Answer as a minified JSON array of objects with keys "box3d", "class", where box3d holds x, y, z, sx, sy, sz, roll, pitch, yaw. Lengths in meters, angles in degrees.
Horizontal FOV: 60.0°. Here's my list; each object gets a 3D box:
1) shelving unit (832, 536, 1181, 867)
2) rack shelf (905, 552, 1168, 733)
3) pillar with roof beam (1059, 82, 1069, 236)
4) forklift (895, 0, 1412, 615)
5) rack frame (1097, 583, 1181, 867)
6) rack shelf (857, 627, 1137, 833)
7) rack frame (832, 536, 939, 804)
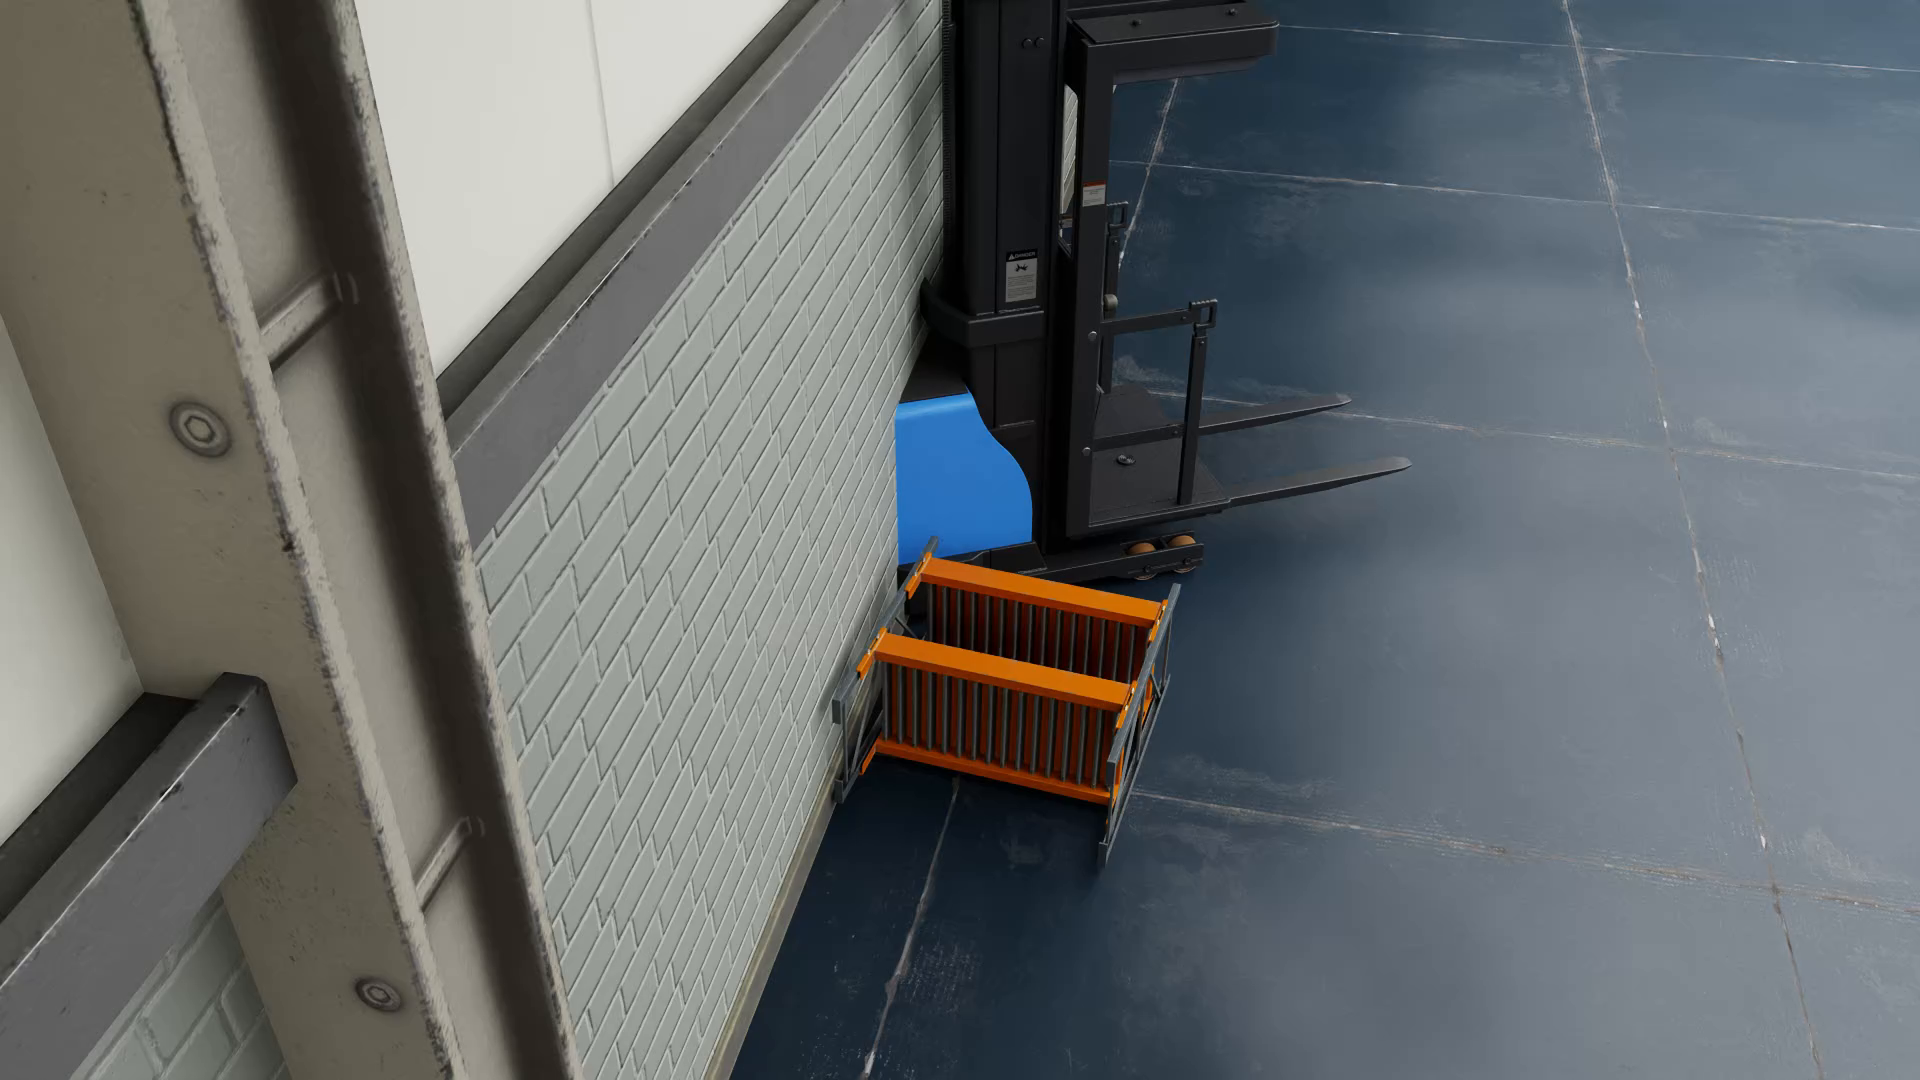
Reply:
[{"box3d":[0.204,0.583,6.449,1.048,0.538,1.125,11,35,14],"class":"shelving unit"},{"box3d":[0.294,0.428,6.681,1.000,0.538,0.278,11,35,14],"class":"rack shelf"},{"box3d":[4.551,-3.972,5.562,9.100,9.000,0.400,7,37,10],"class":"pillar with roof beam"},{"box3d":[0.596,-1.293,7.036,3.031,2.935,1.130,-10,37,-14],"class":"forklift"},{"box3d":[0.688,0.678,6.326,0.032,0.500,1.125,11,35,14],"class":"rack frame"},{"box3d":[0.129,0.712,6.256,1.000,0.538,0.278,11,35,14],"class":"rack shelf"},{"box3d":[-0.280,0.487,6.573,0.032,0.500,1.125,11,35,14],"class":"rack frame"}]
